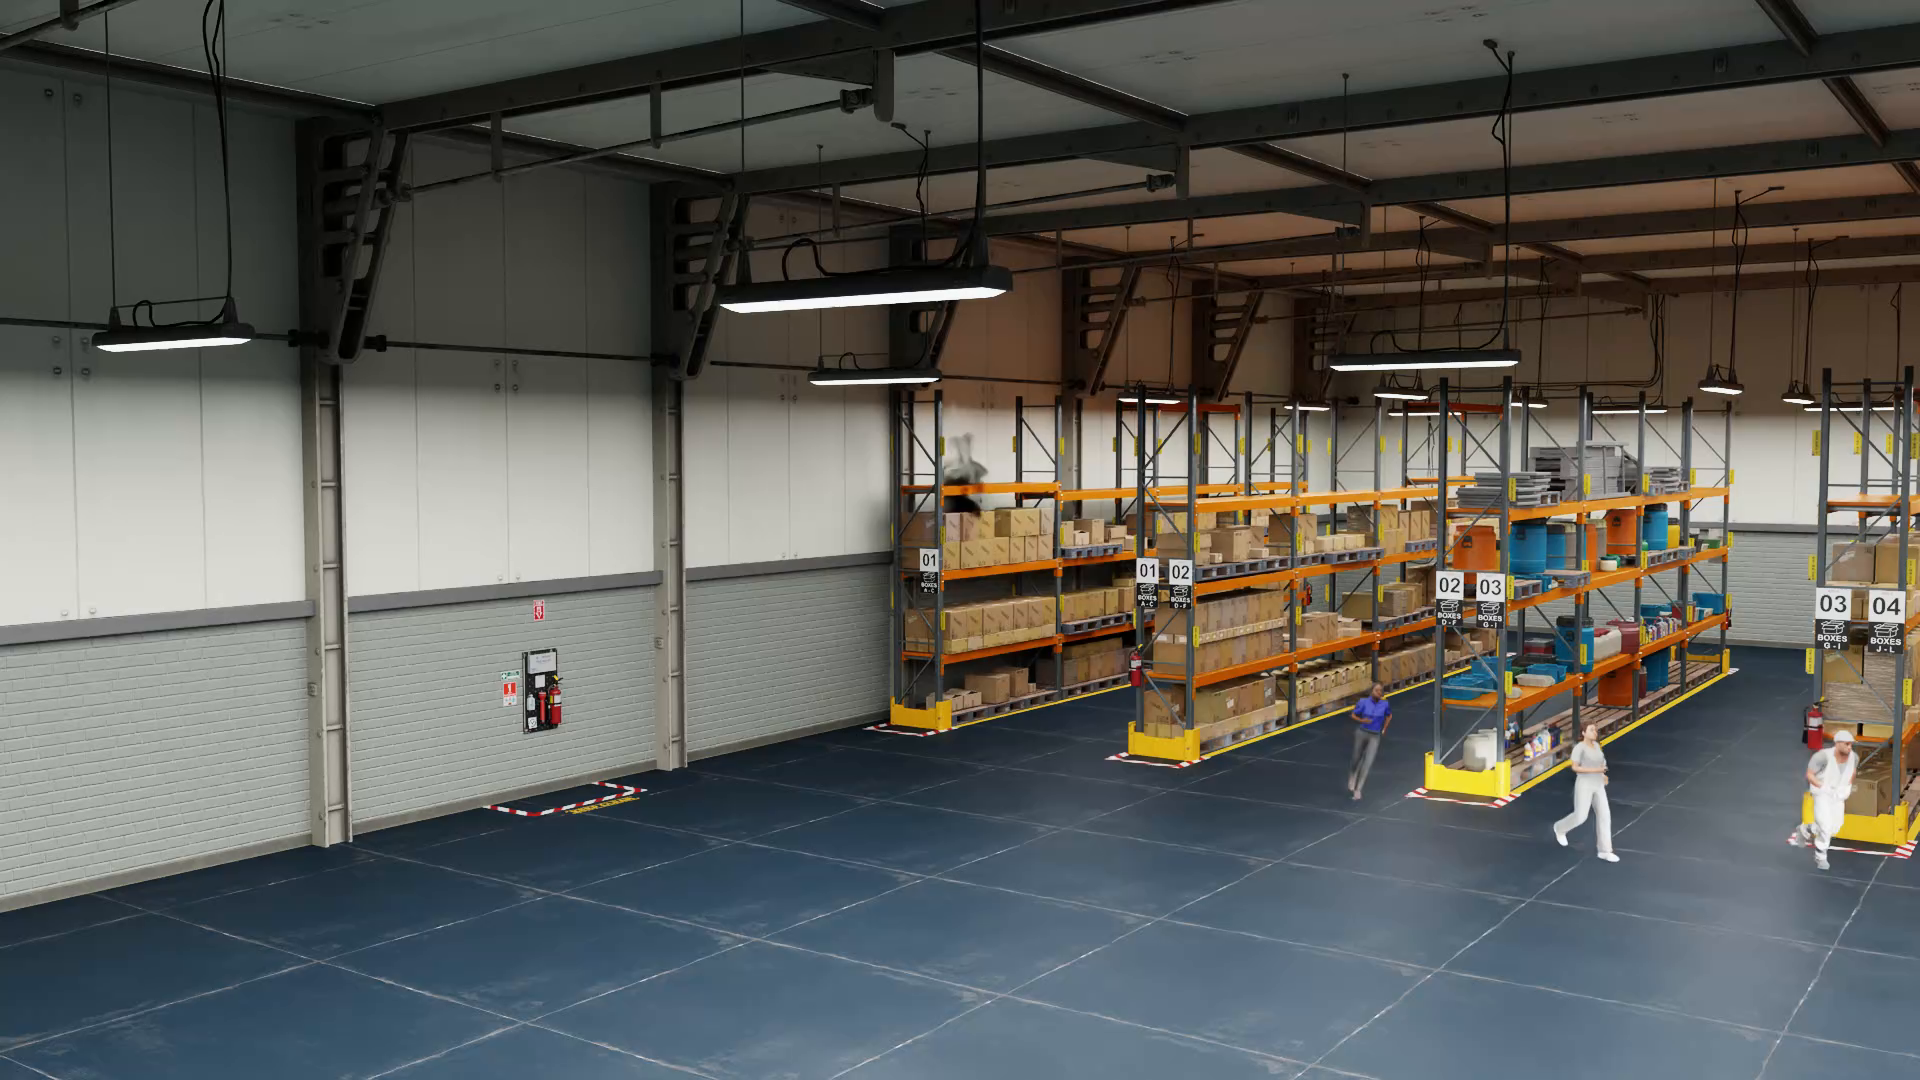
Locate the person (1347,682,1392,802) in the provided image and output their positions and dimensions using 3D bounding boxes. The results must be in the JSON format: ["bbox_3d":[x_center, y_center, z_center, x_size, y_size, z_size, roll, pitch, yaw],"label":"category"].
[{"bbox_3d":[5.864,2.849,23.768,0.614,1.655,0.830,1,3,11],"label":"person"}]

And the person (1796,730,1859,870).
[{"bbox_3d":[10.339,3.062,19.815,0.677,1.695,0.881,0,3,-6],"label":"person"}]

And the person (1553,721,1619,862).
[{"bbox_3d":[7.650,3.017,20.249,0.576,1.645,0.937,-1,4,-25],"label":"person"}]
